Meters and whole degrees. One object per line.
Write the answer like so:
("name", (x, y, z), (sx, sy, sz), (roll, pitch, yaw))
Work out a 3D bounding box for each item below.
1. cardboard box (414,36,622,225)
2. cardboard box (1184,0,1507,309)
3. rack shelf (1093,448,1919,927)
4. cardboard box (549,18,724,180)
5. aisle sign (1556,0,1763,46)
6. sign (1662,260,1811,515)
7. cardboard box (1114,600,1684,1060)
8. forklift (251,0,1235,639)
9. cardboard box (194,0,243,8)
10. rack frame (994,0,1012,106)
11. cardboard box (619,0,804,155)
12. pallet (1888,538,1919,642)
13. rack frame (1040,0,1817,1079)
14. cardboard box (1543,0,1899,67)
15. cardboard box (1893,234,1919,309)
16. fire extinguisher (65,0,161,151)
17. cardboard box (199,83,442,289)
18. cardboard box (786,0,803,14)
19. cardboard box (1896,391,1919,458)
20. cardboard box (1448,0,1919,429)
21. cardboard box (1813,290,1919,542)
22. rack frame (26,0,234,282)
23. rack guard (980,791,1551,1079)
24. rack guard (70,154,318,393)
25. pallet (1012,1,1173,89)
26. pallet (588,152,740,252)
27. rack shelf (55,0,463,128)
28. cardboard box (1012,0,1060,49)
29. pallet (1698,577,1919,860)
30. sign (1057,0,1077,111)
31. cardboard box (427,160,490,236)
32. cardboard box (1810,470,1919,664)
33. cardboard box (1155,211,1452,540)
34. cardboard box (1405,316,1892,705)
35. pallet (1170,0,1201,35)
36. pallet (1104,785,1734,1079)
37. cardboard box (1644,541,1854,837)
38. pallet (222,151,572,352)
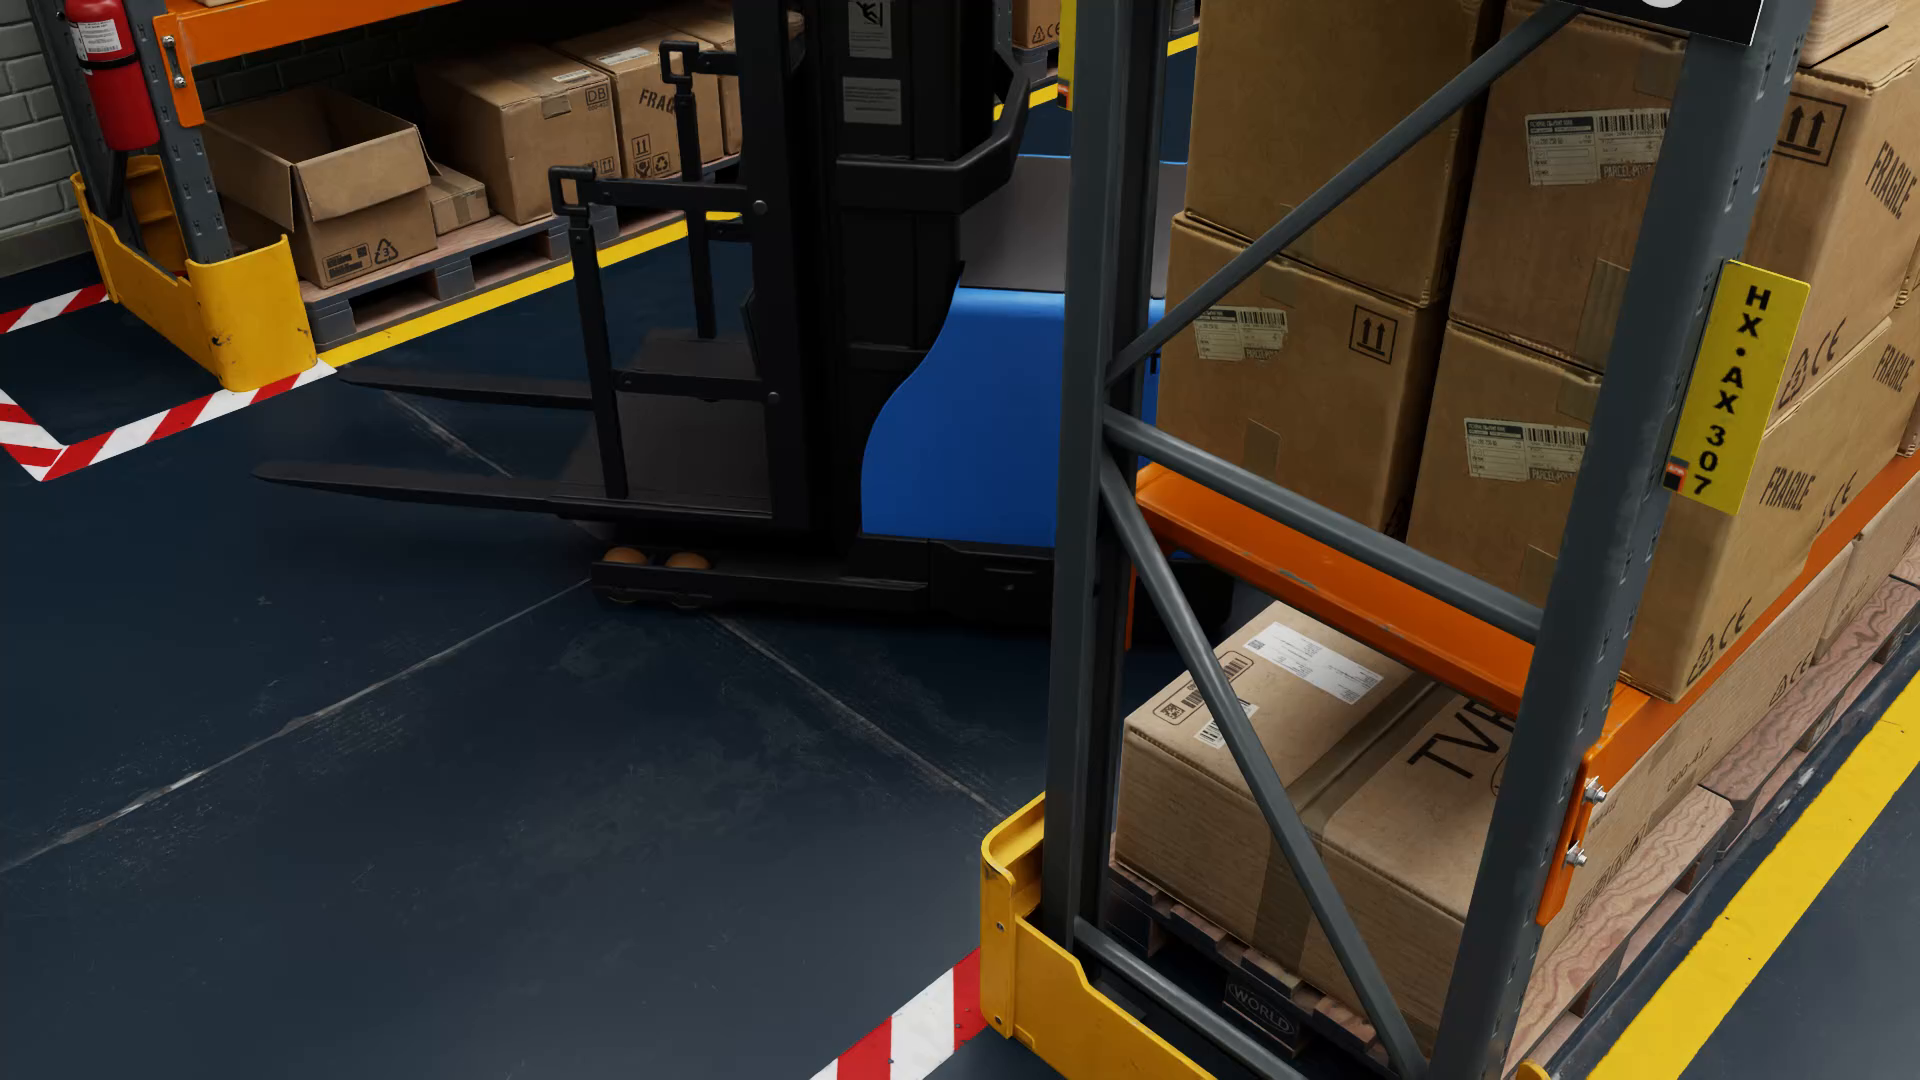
("cardboard box", (-1.827, -1.710, 6.898), (0.500, 0.500, 0.700), (-28, 44, -34))
("cardboard box", (0.741, -0.766, 2.764), (0.500, 0.500, 0.500), (-28, 44, -34))
("rack shelf", (1.979, -0.540, 4.031), (1.077, 0.370, 4.000), (30, 45, 35))
("cardboard box", (-1.384, -1.885, 7.148), (0.500, 0.500, 0.500), (-29, 44, -35))
("aisle sign", (0.725, -0.943, 1.708), (0.394, 0.787, 0.004), (30, 45, 35))
("sign", (0.960, -0.185, 2.066), (0.100, 0.325, 0.005), (30, 45, 35))
("cardboard box", (0.964, 0.547, 3.716), (0.875, 0.438, 0.875), (28, 44, 34))
("forklift", (-0.656, -1.292, 4.541), (3.031, 2.935, 1.130), (5, 35, 7))
("cardboard box", (-2.529, -1.942, 5.632), (0.380, 0.149, 0.250), (29, 44, 35))
("rack frame", (-0.137, -3.646, 7.856), (1.000, 3.000, 0.127), (30, 45, 35))
("cardboard box", (-1.096, -2.132, 7.503), (0.700, 0.500, 0.500), (28, 43, 34))
("pallet", (2.797, -0.226, 5.389), (1.003, 0.211, 1.213), (30, 45, 35))
("rack frame", (0.570, -0.023, 2.661), (1.000, 3.000, 0.127), (30, 45, 35))
("cardboard box", (1.016, -0.773, 2.207), (0.250, 0.149, 0.380), (-29, 44, -35))
("cardboard box", (1.469, -0.767, 2.766), (0.500, 0.500, 0.500), (28, 44, 34))
("fire extinguisher", (-2.731, -1.591, 5.303), (0.296, 0.674, 0.183), (30, 45, 35))
("cardboard box", (-2.457, -1.381, 6.422), (0.797, 0.503, 0.637), (28, 43, 34))
("cardboard box", (-0.770, -2.542, 8.257), (0.500, 0.311, 0.500), (-28, 44, -34))
("cardboard box", (1.820, -0.559, 3.342), (0.500, 0.500, 0.500), (29, 44, 35))
("cardboard box", (1.110, -0.554, 2.461), (0.500, 0.500, 0.500), (28, 44, 34))
("cardboard box", (1.448, -0.360, 3.056), (0.500, 0.500, 0.500), (29, 44, 35))
("rack frame", (-2.955, -2.022, 5.527), (1.000, 3.000, 0.127), (30, 45, 35))
("rack guard", (0.553, 1.012, 3.362), (1.175, 0.500, 0.348), (30, 45, 35))
("rack guard", (-2.902, -1.028, 6.286), (1.175, 0.500, 0.348), (30, 45, 35))
("pallet", (0.409, -2.847, 9.149), (1.003, 0.211, 1.213), (30, 45, 35))
("pallet", (-1.481, -1.726, 7.540), (1.003, 0.211, 1.213), (30, 45, 35))
("rack shelf", (-1.546, -2.539, 6.897), (1.077, 0.370, 4.000), (30, 45, 35))
("cardboard box", (0.364, -2.898, 8.602), (0.500, 0.500, 0.500), (-28, 43, -34))
("pallet", (1.937, 0.272, 4.676), (1.003, 0.211, 1.213), (30, 45, 35))
("sign", (0.195, -0.820, 2.584), (0.100, 0.325, 0.005), (30, 45, 35))
("cardboard box", (-2.130, -1.392, 6.749), (0.380, 0.149, 0.250), (28, 43, 34))
("cardboard box", (2.239, -0.193, 4.777), (0.875, 0.438, 0.875), (28, 44, 34))
("cardboard box", (0.722, -0.367, 3.066), (0.500, 0.500, 0.500), (-30, 45, -35))
("cardboard box", (1.112, -0.143, 2.746), (0.500, 0.500, 0.500), (29, 44, 35))
("pallet", (1.269, -3.345, 9.862), (1.003, 0.211, 1.213), (30, 45, 35))
("pallet", (1.078, 0.765, 3.969), (1.003, 0.211, 1.213), (30, 45, 35))
("cardboard box", (1.603, 0.172, 4.253), (0.875, 0.438, 0.875), (-29, 44, -34))
("pallet", (-2.341, -1.233, 6.834), (1.003, 0.211, 1.213), (30, 45, 35))
